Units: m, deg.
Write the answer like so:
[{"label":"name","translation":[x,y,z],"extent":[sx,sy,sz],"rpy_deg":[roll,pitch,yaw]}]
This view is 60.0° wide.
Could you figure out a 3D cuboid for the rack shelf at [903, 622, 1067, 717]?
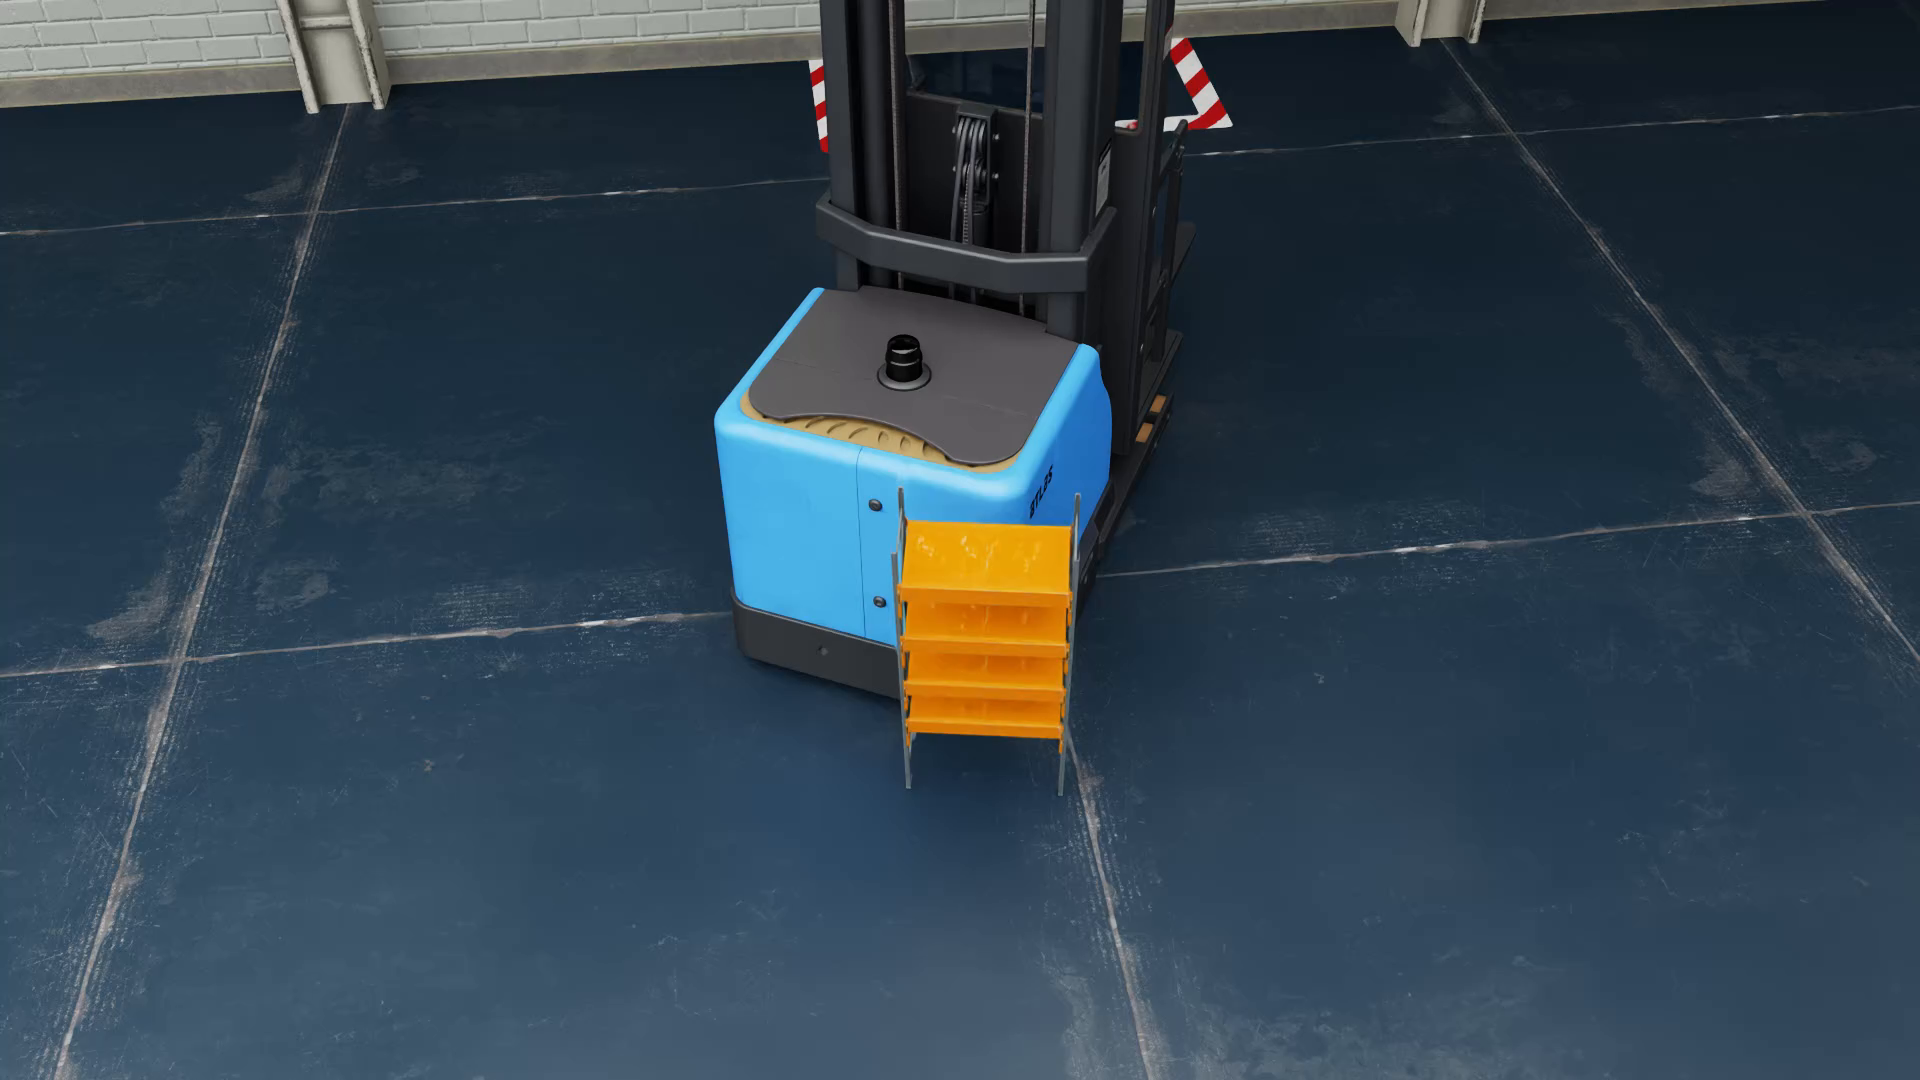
[{"label":"rack shelf","translation":[0.080,0.379,5.011],"extent":[0.480,0.148,0.258],"rpy_deg":[2,50,3]}]

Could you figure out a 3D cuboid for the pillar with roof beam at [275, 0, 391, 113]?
[{"label":"pillar with roof beam","translation":[-2.693,-2.844,2.684],"extent":[0.400,9.000,9.100],"rpy_deg":[-5,42,-6]}]

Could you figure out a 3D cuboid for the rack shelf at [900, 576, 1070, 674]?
[{"label":"rack shelf","translation":[0.078,0.237,4.839],"extent":[0.480,0.148,0.258],"rpy_deg":[2,50,3]}]

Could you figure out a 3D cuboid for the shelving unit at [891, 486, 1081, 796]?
[{"label":"shelving unit","translation":[0.079,0.336,4.960],"extent":[0.503,1.200,0.258],"rpy_deg":[2,50,3]}]

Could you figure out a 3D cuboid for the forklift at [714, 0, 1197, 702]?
[{"label":"forklift","translation":[0.219,-1.479,5.702],"extent":[1.130,2.935,3.031],"rpy_deg":[14,44,15]}]

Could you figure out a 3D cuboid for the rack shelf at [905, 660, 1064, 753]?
[{"label":"rack shelf","translation":[0.082,0.506,5.164],"extent":[0.480,0.148,0.258],"rpy_deg":[2,50,3]}]

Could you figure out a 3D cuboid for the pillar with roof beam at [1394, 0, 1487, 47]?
[{"label":"pillar with roof beam","translation":[3.257,-3.365,3.262],"extent":[0.400,9.000,9.100],"rpy_deg":[-5,42,-6]}]

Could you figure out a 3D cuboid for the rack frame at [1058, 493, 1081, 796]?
[{"label":"rack frame","translation":[0.323,0.346,4.948],"extent":[0.015,1.200,0.240],"rpy_deg":[2,50,3]}]

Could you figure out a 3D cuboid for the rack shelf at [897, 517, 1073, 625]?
[{"label":"rack shelf","translation":[0.075,0.086,4.657],"extent":[0.480,0.148,0.258],"rpy_deg":[2,50,3]}]

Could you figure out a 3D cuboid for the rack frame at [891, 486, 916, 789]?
[{"label":"rack frame","translation":[-0.164,0.327,4.971],"extent":[0.015,1.200,0.240],"rpy_deg":[2,50,3]}]
